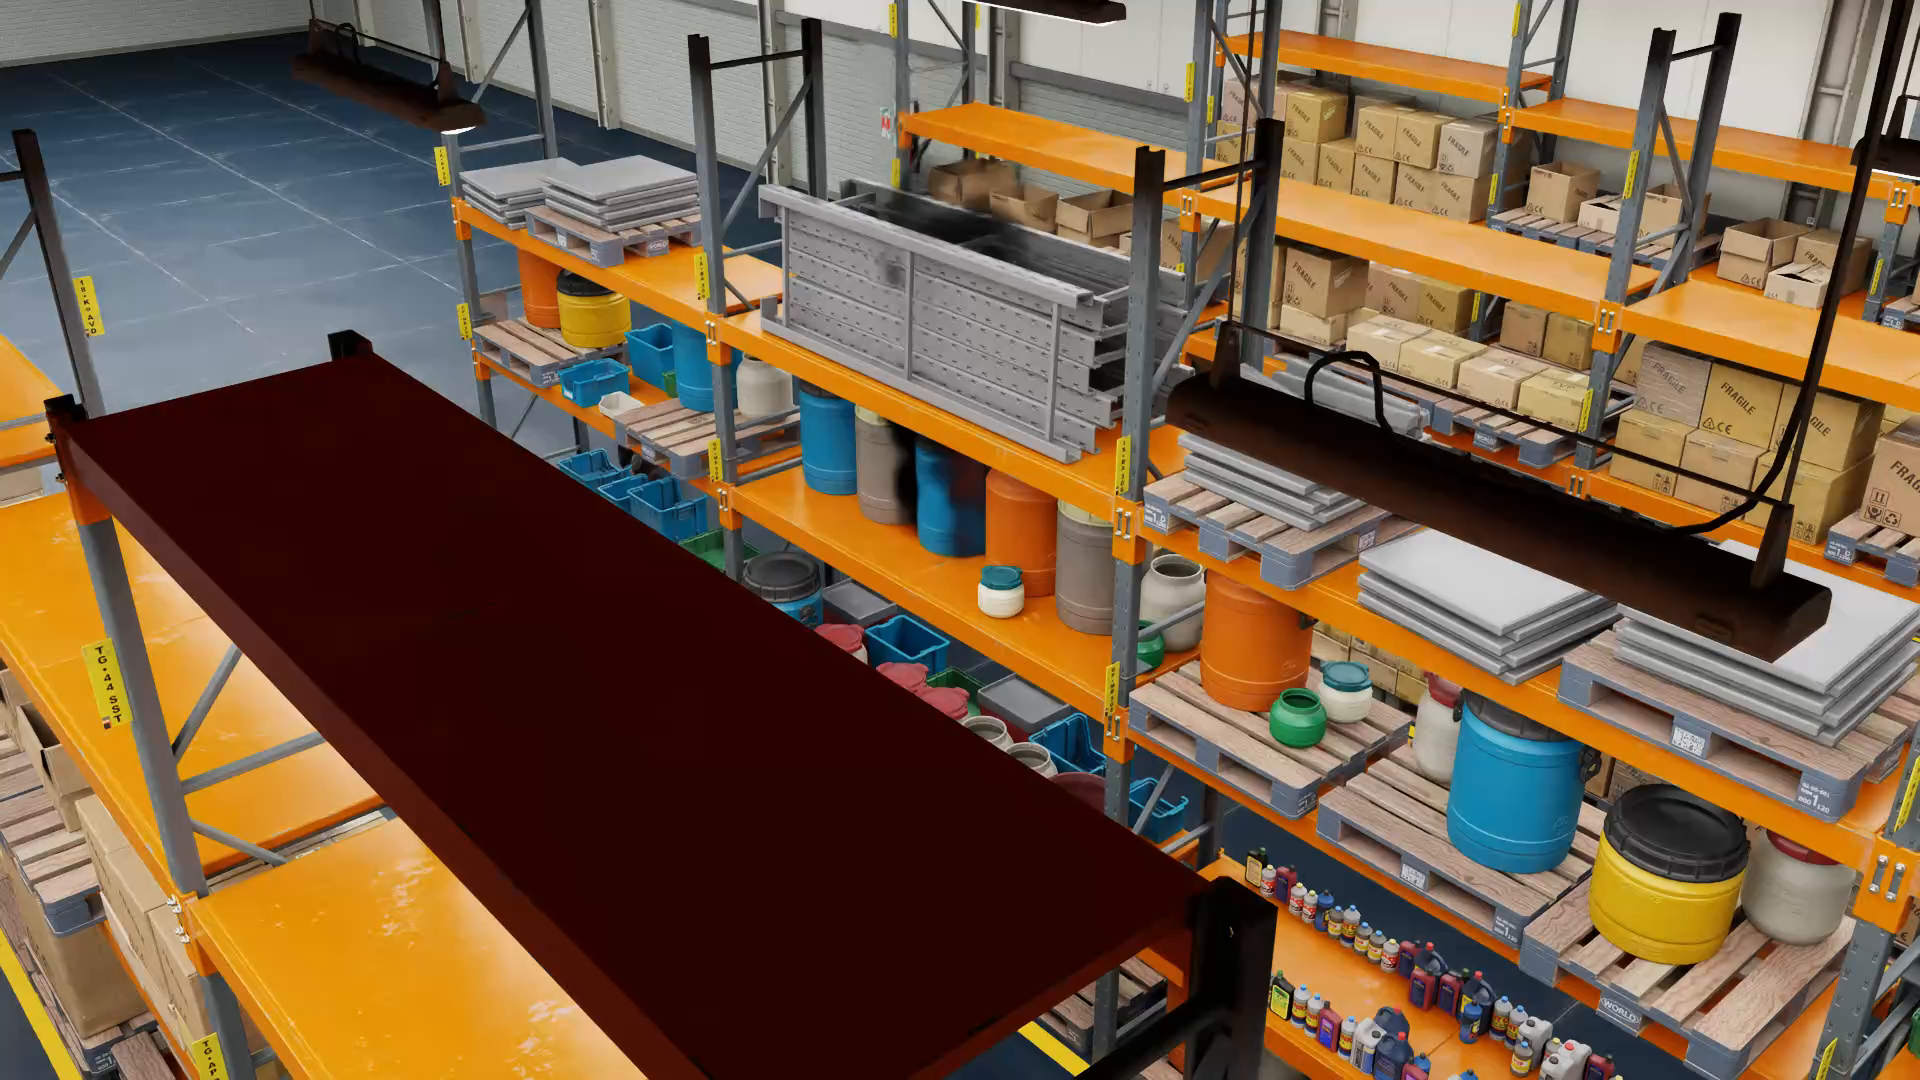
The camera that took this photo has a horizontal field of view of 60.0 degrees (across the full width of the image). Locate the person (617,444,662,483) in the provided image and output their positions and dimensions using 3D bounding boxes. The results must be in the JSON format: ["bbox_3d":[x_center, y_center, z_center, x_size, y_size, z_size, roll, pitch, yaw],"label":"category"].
[{"bbox_3d":[-3.249,-0.668,16.980,0.746,1.781,0.657,12,29,22],"label":"person"}]
